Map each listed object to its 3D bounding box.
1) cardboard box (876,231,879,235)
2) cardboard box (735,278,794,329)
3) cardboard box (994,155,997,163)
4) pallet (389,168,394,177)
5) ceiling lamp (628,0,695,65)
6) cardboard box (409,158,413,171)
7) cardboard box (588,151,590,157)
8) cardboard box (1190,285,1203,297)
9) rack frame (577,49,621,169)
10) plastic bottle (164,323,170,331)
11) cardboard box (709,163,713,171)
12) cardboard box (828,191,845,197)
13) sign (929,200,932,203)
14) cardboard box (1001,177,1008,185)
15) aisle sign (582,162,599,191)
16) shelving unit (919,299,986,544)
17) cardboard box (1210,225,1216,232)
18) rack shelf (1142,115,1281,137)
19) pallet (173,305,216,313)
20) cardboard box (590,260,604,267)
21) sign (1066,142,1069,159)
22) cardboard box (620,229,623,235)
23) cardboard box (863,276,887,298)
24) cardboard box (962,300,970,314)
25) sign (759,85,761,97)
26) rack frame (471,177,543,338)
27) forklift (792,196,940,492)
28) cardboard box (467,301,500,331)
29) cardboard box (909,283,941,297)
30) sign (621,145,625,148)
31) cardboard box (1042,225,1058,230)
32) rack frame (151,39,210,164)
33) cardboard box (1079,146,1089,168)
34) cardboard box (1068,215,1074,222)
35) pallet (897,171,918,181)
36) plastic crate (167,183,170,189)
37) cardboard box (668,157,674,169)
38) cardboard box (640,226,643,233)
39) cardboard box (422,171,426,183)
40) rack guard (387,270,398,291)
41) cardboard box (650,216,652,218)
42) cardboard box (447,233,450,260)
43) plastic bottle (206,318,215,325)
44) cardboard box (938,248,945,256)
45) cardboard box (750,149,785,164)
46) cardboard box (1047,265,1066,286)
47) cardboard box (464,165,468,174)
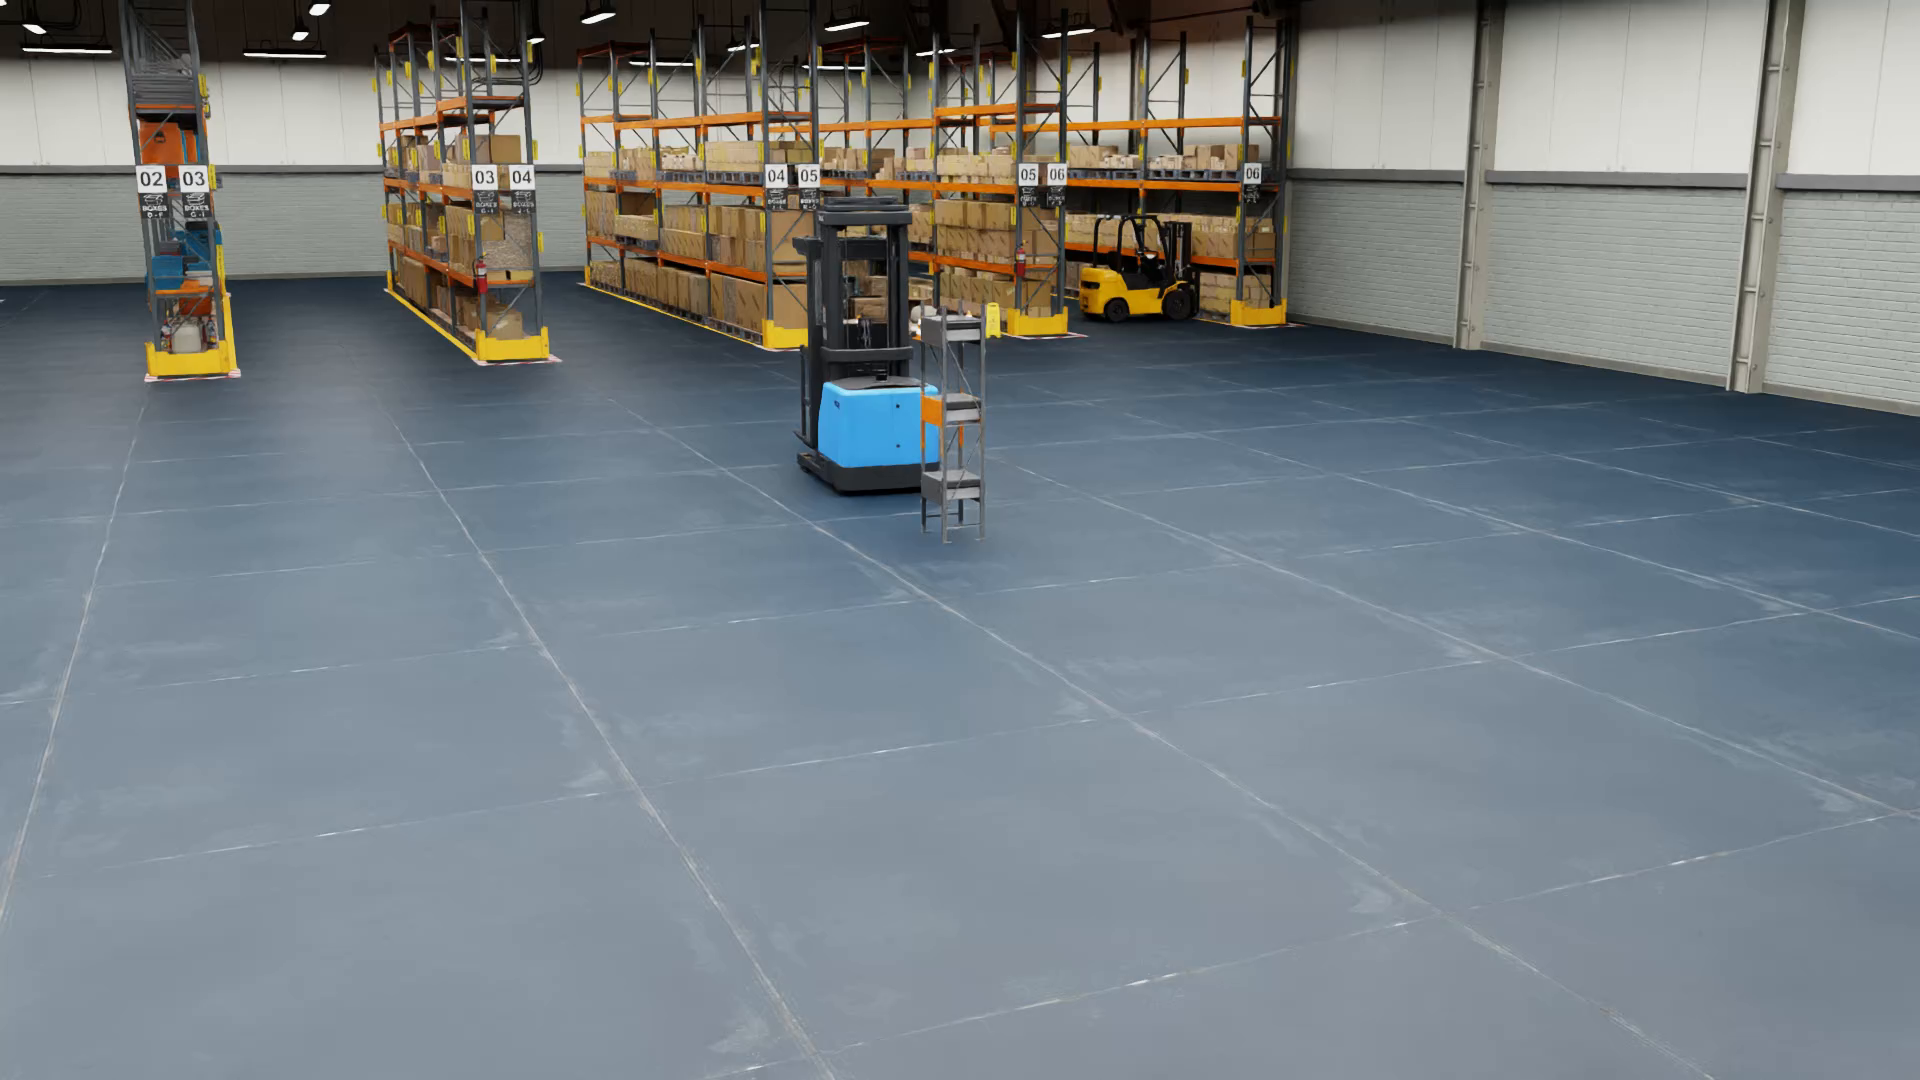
[{"bbox_3d":[-1.719,-7.083,38.448,0.380,0.149,0.250,-7,15,-26],"label":"cardboard box"},{"bbox_3d":[-3.656,-4.449,31.222,0.875,0.875,0.875,-6,14,-24],"label":"cardboard box"},{"bbox_3d":[0.878,-7.368,32.187,0.380,0.149,0.250,-6,14,-23],"label":"cardboard box"},{"bbox_3d":[-13.164,-8.856,40.026,1.003,0.211,1.213,-6,14,-23],"label":"pallet"},{"bbox_3d":[-8.180,-14.840,46.086,2.000,3.185,0.800,-6,14,-23],"label":"ceiling lamp"},{"bbox_3d":[-12.004,-8.404,37.143,0.500,0.311,0.500,-6,14,-25],"label":"cardboard box"},{"bbox_3d":[-9.330,-9.891,42.643,0.380,0.149,0.250,-6,14,-23],"label":"cardboard box"},{"bbox_3d":[5.174,-5.271,35.052,0.500,0.250,0.500,-6,14,-24],"label":"cardboard box"},{"bbox_3d":[-9.378,-11.192,43.272,1.000,3.000,0.127,-6,14,-23],"label":"rack frame"},{"bbox_3d":[-13.506,-3.509,28.277,0.144,0.351,0.185,-6,14,-23],"label":"plastic bottle"},{"bbox_3d":[-4.632,-7.224,32.180,0.380,0.149,0.250,-6,14,-23],"label":"cardboard box"},{"bbox_3d":[-3.170,-8.852,42.586,0.380,0.149,0.250,-6,14,-24],"label":"cardboard box"},{"bbox_3d":[-0.834,-9.560,47.602,0.100,0.325,0.005,-6,14,-23],"label":"sign"},{"bbox_3d":[0.997,-6.868,31.797,0.380,0.149,0.250,-6,14,-23],"label":"cardboard box"},{"bbox_3d":[-9.683,-9.524,43.604,0.394,0.787,0.004,-6,14,-23],"label":"aisle sign"},{"bbox_3d":[-0.066,-1.057,14.781,0.431,2.100,0.503,-6,14,-23],"label":"shelving unit"},{"bbox_3d":[5.410,-6.454,34.442,0.380,0.149,0.250,-6,14,-23],"label":"cardboard box"},{"bbox_3d":[5.271,-8.672,34.864,1.077,0.370,4.000,-6,14,-23],"label":"rack shelf"},{"bbox_3d":[-16.136,-4.795,35.118,1.003,0.211,1.213,-6,14,-23],"label":"pallet"},{"bbox_3d":[-9.480,-7.236,43.555,0.380,0.149,0.250,-6,14,-26],"label":"cardboard box"},{"bbox_3d":[2.023,-7.368,31.463,0.100,0.325,0.005,-6,14,-23],"label":"sign"},{"bbox_3d":[-7.827,-7.294,39.358,0.380,0.149,0.250,-6,14,-23],"label":"cardboard box"},{"bbox_3d":[-1.695,-5.243,34.734,0.500,0.500,0.500,-6,14,-23],"label":"cardboard box"},{"bbox_3d":[0.352,-4.759,33.945,0.500,0.250,0.500,-6,14,-24],"label":"cardboard box"},{"bbox_3d":[-5.394,-12.144,44.960,0.100,0.325,0.005,-6,14,-23],"label":"sign"},{"bbox_3d":[-7.554,-4.537,27.820,1.000,3.000,0.127,-6,14,-23],"label":"rack frame"},{"bbox_3d":[-1.157,-2.204,17.892,1.130,2.935,3.031,-4,14,-18],"label":"forklift"},{"bbox_3d":[-8.797,-4.146,30.745,0.500,0.500,0.500,-1,13,-5],"label":"cardboard box"},{"bbox_3d":[-0.580,-5.439,36.615,0.950,0.372,0.625,-5,14,-19],"label":"cardboard box"},{"bbox_3d":[-8.862,-10.208,43.709,0.100,0.325,0.005,-6,14,-23],"label":"sign"},{"bbox_3d":[2.253,-7.717,41.187,0.380,0.149,0.250,-5,14,-22],"label":"cardboard box"},{"bbox_3d":[-18.502,-10.318,39.494,1.000,3.000,0.127,-6,14,-23],"label":"rack frame"},{"bbox_3d":[3.228,-9.031,39.209,0.700,0.500,0.500,-6,14,-24],"label":"cardboard box"},{"bbox_3d":[2.834,-7.751,40.048,0.380,0.149,0.250,-5,14,-22],"label":"cardboard box"},{"bbox_3d":[-0.644,-7.980,36.459,1.213,0.211,1.003,-6,14,-23],"label":"pallet"},{"bbox_3d":[-13.312,-5.924,27.629,0.336,0.188,0.450,-6,14,-23],"label":"plastic crate"},{"bbox_3d":[-5.885,-7.986,35.248,0.500,0.250,0.500,-5,14,-21],"label":"cardboard box"},{"bbox_3d":[-7.005,-7.014,37.489,0.380,0.149,0.250,-5,14,-22],"label":"cardboard box"},{"bbox_3d":[-10.599,-7.352,33.663,0.500,0.250,0.500,-5,14,-22],"label":"cardboard box"},{"bbox_3d":[-13.973,-6.630,42.406,1.175,0.500,0.348,-6,14,-23],"label":"rack guard"},{"bbox_3d":[-7.121,-7.587,39.304,0.380,0.149,0.250,-6,14,-23],"label":"cardboard box"},{"bbox_3d":[-9.033,-5.458,30.921,0.875,0.500,0.500,-6,14,-23],"label":"cardboard box"},{"bbox_3d":[-13.173,-3.733,29.245,0.144,0.351,0.185,-6,14,-24],"label":"plastic bottle"},{"bbox_3d":[-0.244,-6.042,34.881,0.380,0.149,0.250,-6,14,-23],"label":"cardboard box"},{"bbox_3d":[-3.421,-6.827,29.580,0.500,0.250,0.500,-5,14,-22],"label":"cardboard box"},{"bbox_3d":[2.501,-6.589,41.298,0.500,0.500,0.500,-5,14,-21],"label":"cardboard box"},{"bbox_3d":[-8.158,-6.260,28.060,0.380,0.149,0.250,-6,14,-25],"label":"cardboard box"}]
